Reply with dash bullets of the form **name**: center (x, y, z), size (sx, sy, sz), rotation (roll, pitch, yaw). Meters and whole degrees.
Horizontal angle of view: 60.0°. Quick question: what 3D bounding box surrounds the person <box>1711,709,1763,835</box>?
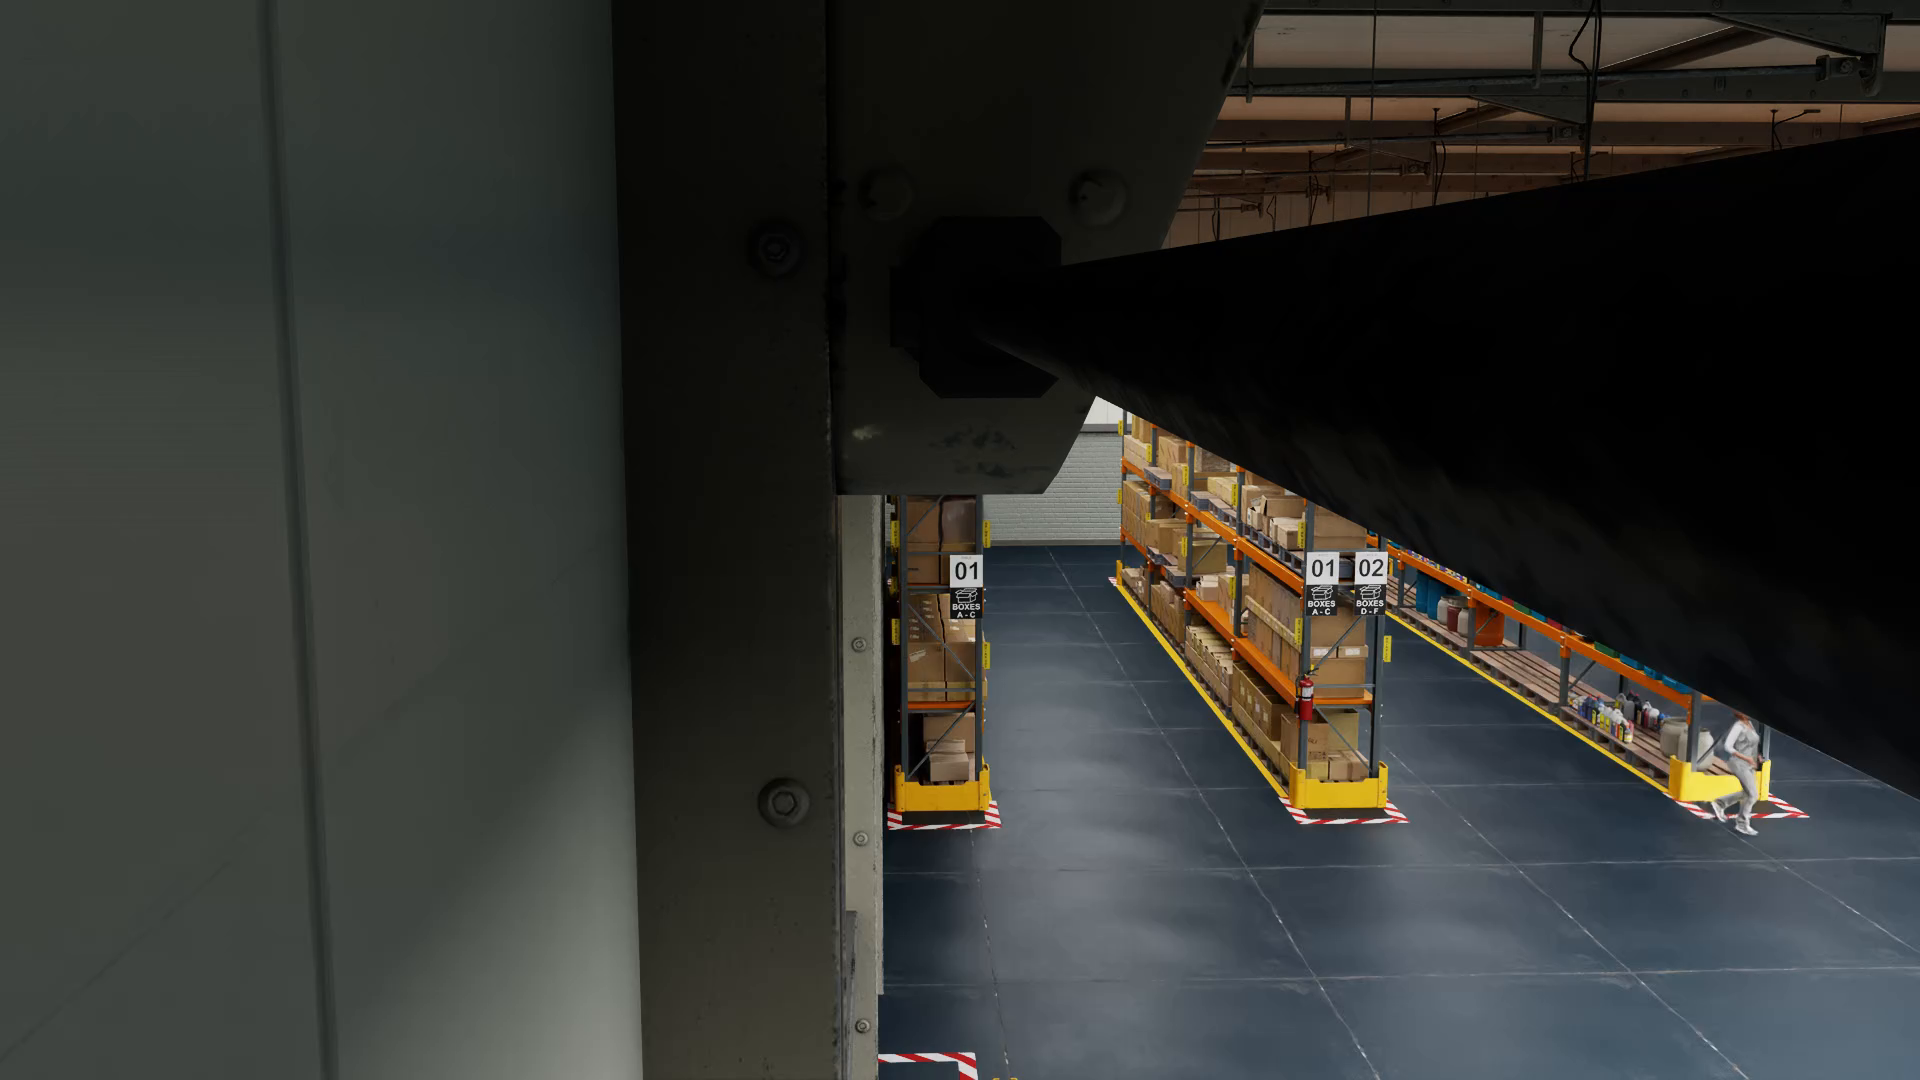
- **person**: center (9.220, 2.691, 19.701), size (0.562, 1.582, 0.562), rotation (7, 11, 39)
